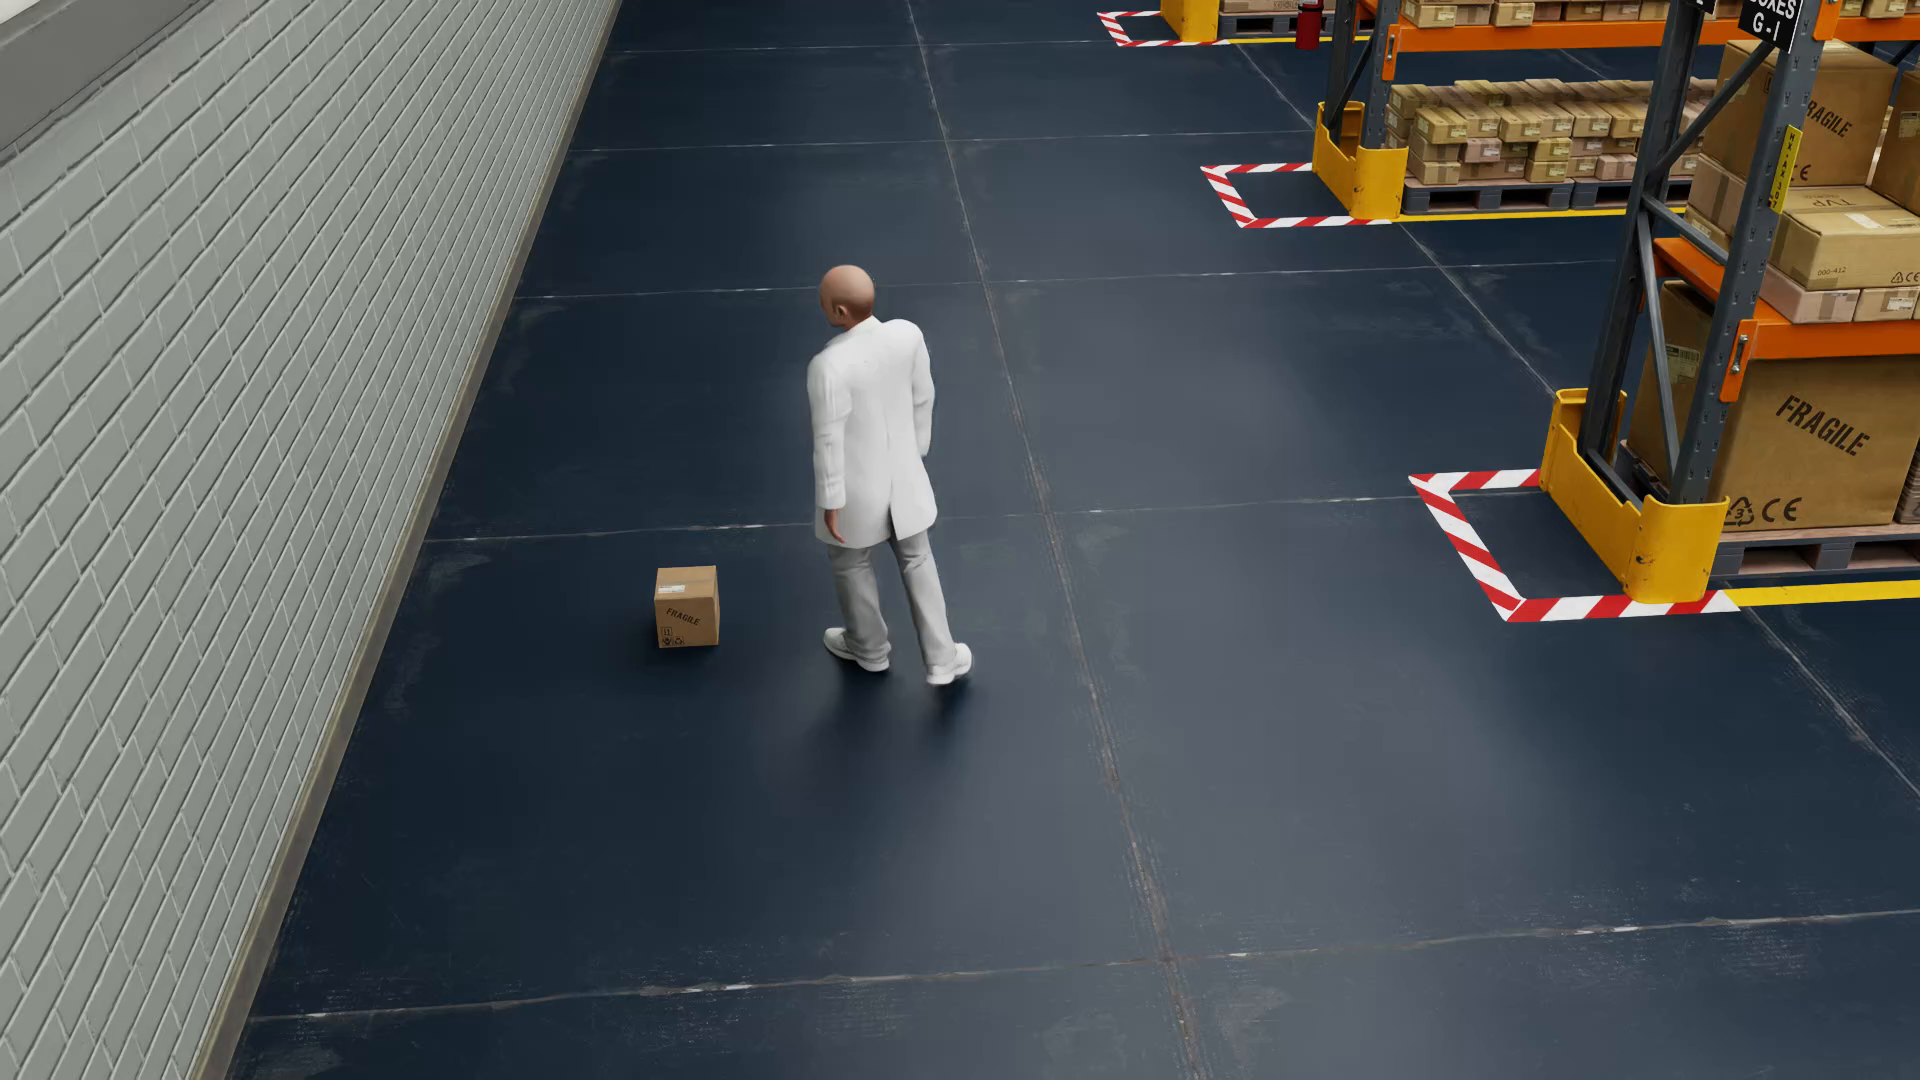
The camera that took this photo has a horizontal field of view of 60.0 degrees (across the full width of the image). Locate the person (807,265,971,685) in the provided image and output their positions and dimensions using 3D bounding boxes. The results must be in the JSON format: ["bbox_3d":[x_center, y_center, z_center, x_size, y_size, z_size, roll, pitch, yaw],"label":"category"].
[{"bbox_3d":[-0.298,-0.208,6.491,0.585,1.778,0.747,-20,36,-30],"label":"person"}]
